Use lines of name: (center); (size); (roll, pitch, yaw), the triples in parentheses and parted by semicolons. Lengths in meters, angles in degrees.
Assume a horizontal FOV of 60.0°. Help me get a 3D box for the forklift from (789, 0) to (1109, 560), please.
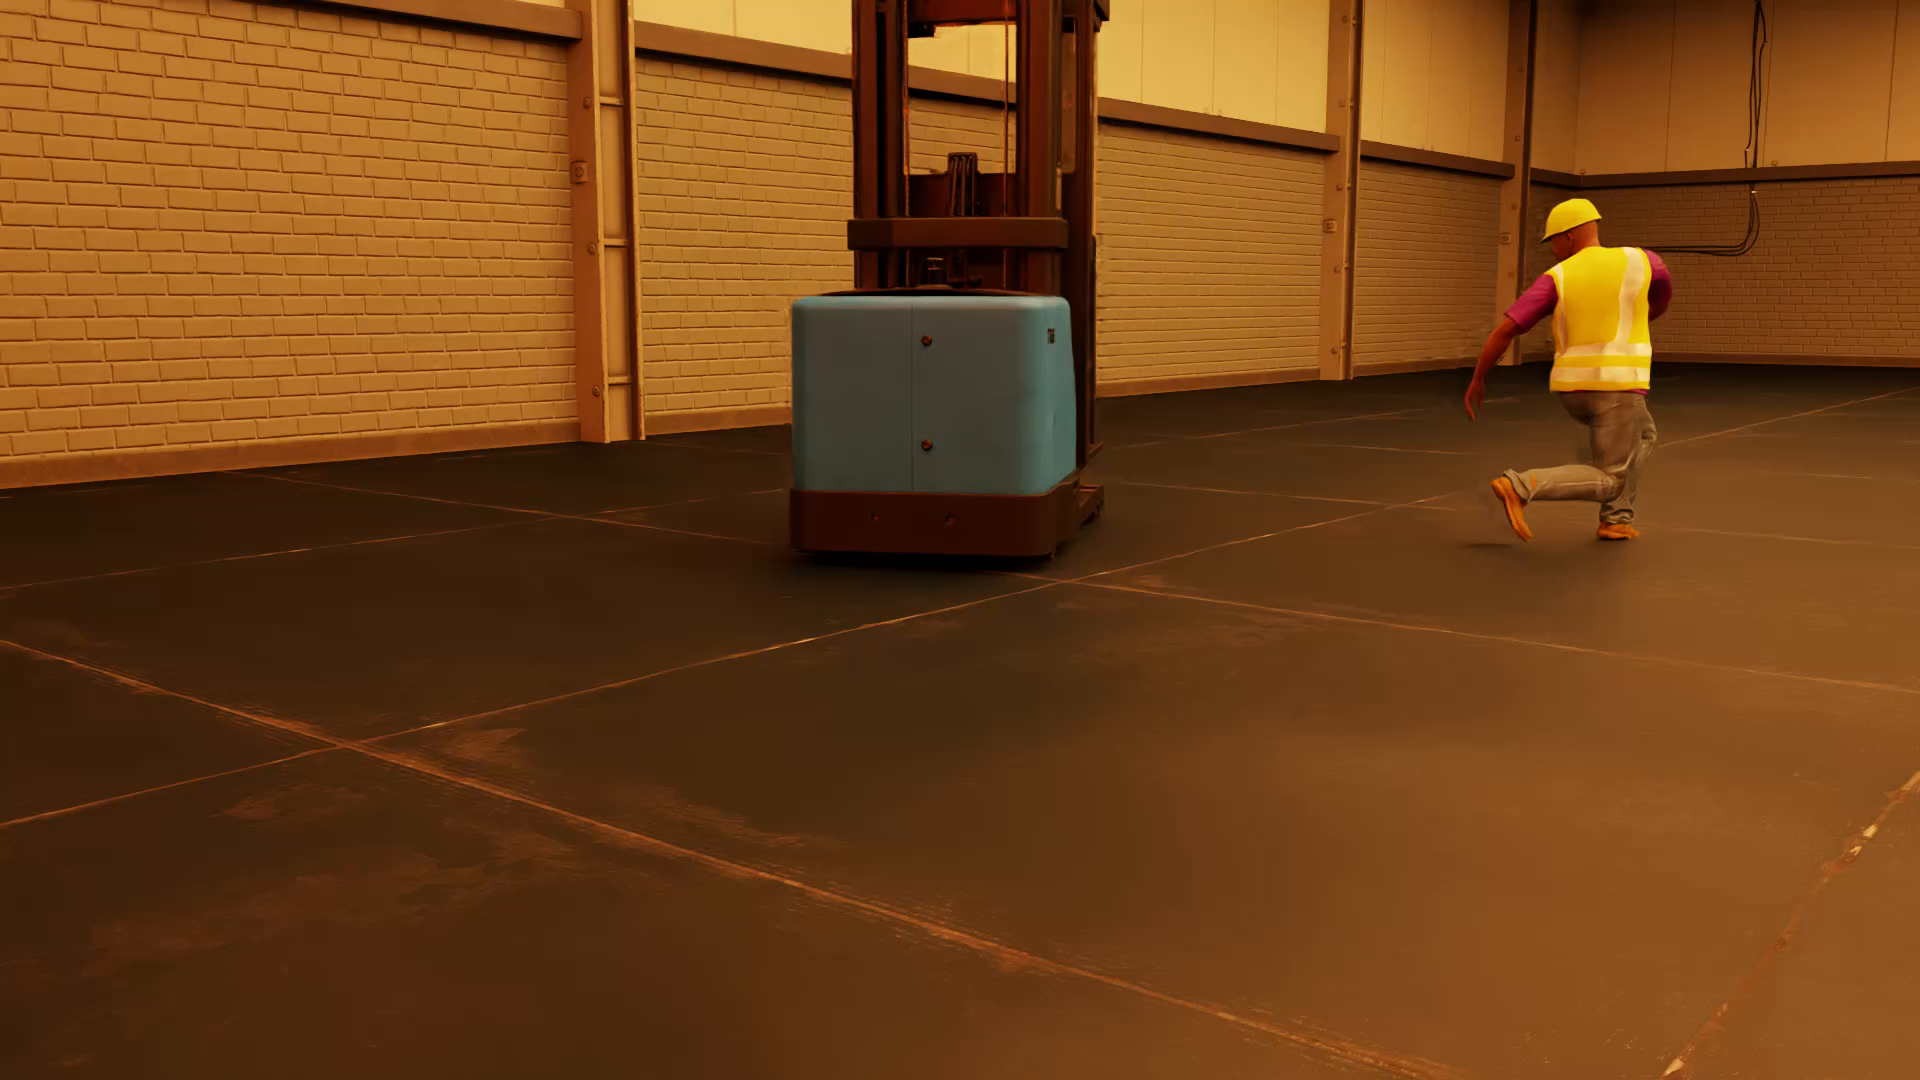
forklift: (0.101, -1.540, 7.809); (1.130, 2.935, 3.031); (2, 8, 11)

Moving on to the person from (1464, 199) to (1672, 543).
person: (2.708, -0.734, 7.354); (0.918, 1.530, 0.672); (-5, 10, -32)
